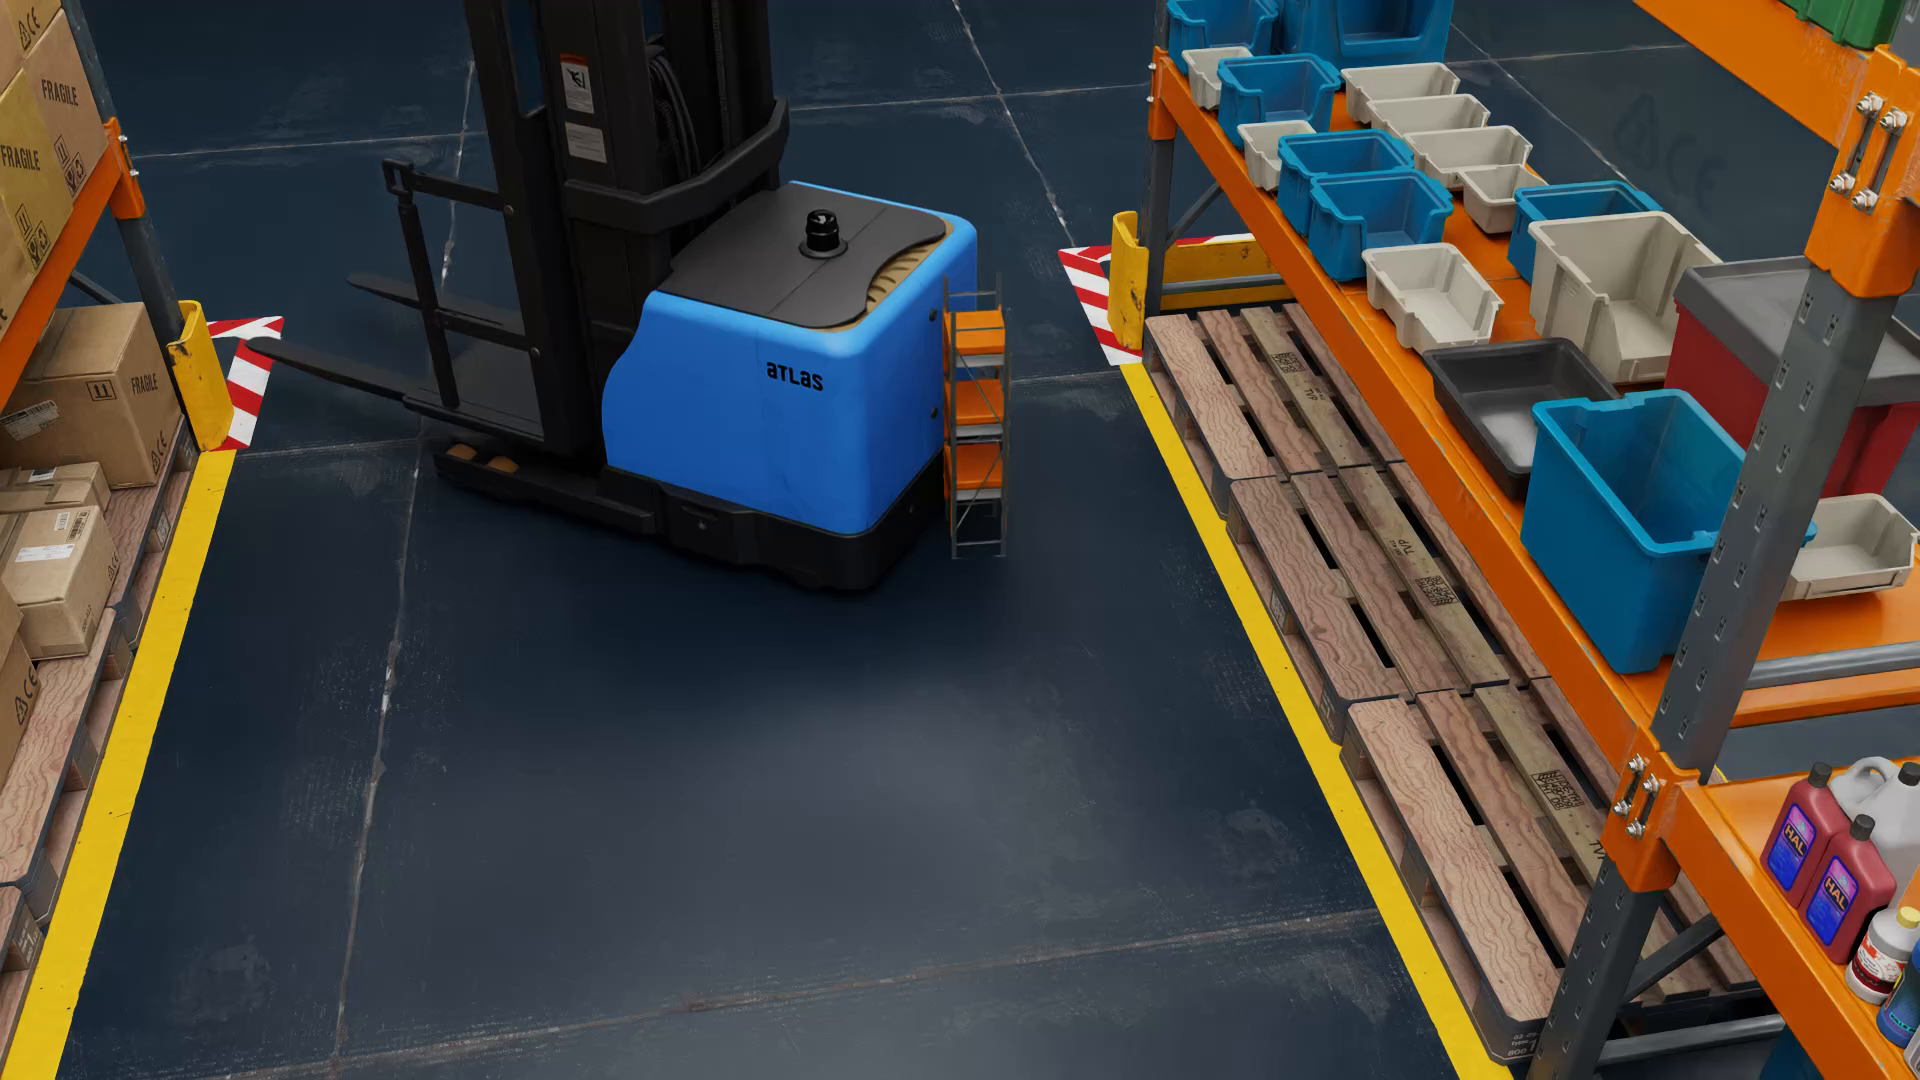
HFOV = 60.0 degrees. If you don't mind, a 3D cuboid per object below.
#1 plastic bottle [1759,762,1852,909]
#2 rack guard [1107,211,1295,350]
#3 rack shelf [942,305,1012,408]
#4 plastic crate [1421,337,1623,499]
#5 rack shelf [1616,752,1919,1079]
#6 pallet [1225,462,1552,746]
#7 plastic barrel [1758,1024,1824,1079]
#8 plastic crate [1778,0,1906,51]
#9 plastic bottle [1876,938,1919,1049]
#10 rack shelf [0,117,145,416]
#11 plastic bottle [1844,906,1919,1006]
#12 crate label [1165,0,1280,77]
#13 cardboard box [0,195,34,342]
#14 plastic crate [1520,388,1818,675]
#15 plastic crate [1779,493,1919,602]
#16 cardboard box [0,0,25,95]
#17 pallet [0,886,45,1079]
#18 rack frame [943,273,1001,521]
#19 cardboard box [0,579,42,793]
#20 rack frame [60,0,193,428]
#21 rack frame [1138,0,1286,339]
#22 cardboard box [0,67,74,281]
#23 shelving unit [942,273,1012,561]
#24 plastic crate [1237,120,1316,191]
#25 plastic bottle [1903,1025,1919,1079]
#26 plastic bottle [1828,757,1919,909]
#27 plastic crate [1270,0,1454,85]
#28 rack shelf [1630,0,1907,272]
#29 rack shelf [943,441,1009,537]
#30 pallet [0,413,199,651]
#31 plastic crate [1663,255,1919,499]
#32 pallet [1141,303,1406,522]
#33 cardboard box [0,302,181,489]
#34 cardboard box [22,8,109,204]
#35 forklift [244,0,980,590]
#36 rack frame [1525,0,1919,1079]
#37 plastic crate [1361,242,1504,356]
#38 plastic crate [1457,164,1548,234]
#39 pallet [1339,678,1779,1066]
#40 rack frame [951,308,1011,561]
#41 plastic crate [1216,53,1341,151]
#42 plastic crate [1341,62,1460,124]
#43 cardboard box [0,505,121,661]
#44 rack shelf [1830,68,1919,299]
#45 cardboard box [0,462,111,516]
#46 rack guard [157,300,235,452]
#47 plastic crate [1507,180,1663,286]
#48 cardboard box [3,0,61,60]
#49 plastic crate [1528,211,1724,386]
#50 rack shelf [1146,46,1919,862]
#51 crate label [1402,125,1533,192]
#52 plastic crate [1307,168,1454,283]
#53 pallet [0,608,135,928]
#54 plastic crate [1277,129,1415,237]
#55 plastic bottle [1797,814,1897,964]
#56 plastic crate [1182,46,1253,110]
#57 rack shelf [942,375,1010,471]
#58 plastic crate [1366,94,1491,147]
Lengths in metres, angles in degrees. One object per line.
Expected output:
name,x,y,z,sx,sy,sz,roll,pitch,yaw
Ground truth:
plastic bottle,1.625,0.562,3.177,0.061,0.283,0.133,-6,38,-8
rack guard,1.262,-1.193,7.379,1.175,0.500,0.348,-6,38,-8
rack shelf,0.056,-0.638,5.770,0.215,0.259,0.240,-4,38,-5
plastic crate,1.520,-0.314,4.384,0.437,0.125,0.590,-6,38,-8
rack shelf,2.331,1.741,2.151,1.077,0.370,4.000,-6,38,-8
pallet,1.596,0.171,5.857,1.003,0.211,1.213,-6,38,-8
plastic barrel,2.059,1.242,3.575,0.600,0.901,0.708,-6,38,-8
plastic crate,1.609,-1.076,2.917,0.450,0.188,0.662,-6,38,-8
plastic bottle,1.703,0.774,2.914,0.097,0.271,0.097,0,38,0
rack shelf,-3.247,-0.145,4.578,1.077,0.370,4.000,-6,38,-8
plastic bottle,1.686,0.743,3.011,0.097,0.201,0.097,0,38,0
crate label,0.998,-1.940,6.390,0.416,0.233,0.303,-6,38,-8
cardboard box,-3.075,-0.820,4.779,0.500,0.500,0.500,-6,38,-8
plastic crate,1.563,-0.014,3.787,0.392,0.384,0.575,-6,38,-8
plastic crate,2.040,0.033,3.929,0.396,0.136,0.243,-6,38,-8
cardboard box,-3.160,-1.527,4.874,0.500,0.500,0.500,-5,38,-7
pallet,-3.016,1.465,4.192,1.003,0.211,1.213,-6,38,-8
rack frame,0.042,-0.496,6.033,0.200,1.050,0.008,-4,38,-5
cardboard box,-3.231,0.457,4.893,0.797,0.503,0.637,-6,38,-8
rack frame,-3.598,-1.637,5.912,1.000,3.000,0.127,-6,38,-8
rack frame,1.279,-2.167,6.595,1.000,3.000,0.127,-6,38,-8
cardboard box,-3.157,-1.122,5.168,0.500,0.500,0.500,-6,38,-8
shelving unit,0.056,-0.422,5.937,0.215,1.050,0.252,-4,38,-5
plastic crate,1.092,-1.290,5.632,0.250,0.136,0.298,-6,38,-8
plastic bottle,1.751,0.839,2.826,0.152,0.276,0.135,-6,38,-8
plastic bottle,1.730,0.540,3.150,0.144,0.351,0.185,-6,38,-8
plastic crate,1.522,-2.023,6.331,0.616,0.435,0.499,-6,38,-8
rack shelf,1.630,-1.860,4.340,1.077,0.370,4.000,-6,38,-8
rack shelf,0.056,-0.194,6.114,0.215,0.259,0.240,-4,38,-5
pallet,-3.444,-0.008,6.089,1.003,0.211,1.213,-6,38,-8
plastic crate,2.071,-0.367,4.176,0.402,0.464,0.583,-6,38,-8
pallet,1.386,-0.564,6.804,1.003,0.211,1.213,-6,38,-8
cardboard box,-3.260,-0.522,6.155,0.500,0.500,0.500,-6,38,-8
cardboard box,-3.252,-1.435,5.571,0.500,0.500,0.500,-5,38,-7
forklift,-1.481,-1.588,5.905,3.031,2.935,1.130,16,41,20
rack frame,1.980,0.249,3.485,1.000,3.000,0.127,-6,38,-8
plastic crate,1.379,-0.690,4.860,0.293,0.136,0.466,-6,38,-8
plastic crate,1.780,-1.095,5.380,0.298,0.136,0.250,-6,38,-8
pallet,1.813,0.910,4.907,1.003,0.211,1.213,-6,38,-8
rack frame,0.069,-0.348,5.842,0.200,1.050,0.008,-4,38,-5
plastic crate,1.114,-1.543,5.878,0.416,0.233,0.300,-6,38,-8
plastic crate,1.600,-1.614,6.048,0.396,0.136,0.243,-6,38,-8
cardboard box,-3.123,0.154,5.489,0.500,0.250,0.500,-6,38,-8
rack shelf,2.331,0.556,1.231,1.077,0.370,4.000,-6,38,-8
cardboard box,-3.278,-0.136,5.930,0.380,0.166,0.250,-6,38,-8
rack guard,-3.585,-0.604,6.620,1.175,0.500,0.348,-6,38,-8
plastic crate,1.892,-0.912,5.067,0.416,0.233,0.300,-6,38,-8
cardboard box,-3.249,-1.832,5.267,0.500,0.500,0.500,-7,38,-8
plastic crate,1.894,-0.670,4.716,0.437,0.282,0.530,-6,38,-8
rack shelf,1.630,-0.675,5.261,1.077,0.370,4.000,-6,38,-8
crate label,1.710,-1.272,5.608,0.396,0.136,0.243,-6,38,-8
plastic crate,1.282,-0.964,5.133,0.416,0.233,0.300,-6,38,-8
pallet,-3.234,0.727,5.142,1.003,0.211,1.213,-6,38,-8
plastic crate,1.229,-1.145,5.367,0.416,0.233,0.300,-6,38,-8
plastic bottle,1.648,0.643,3.073,0.061,0.283,0.133,-6,38,-8
plastic crate,0.973,-1.700,6.159,0.250,0.136,0.298,-6,38,-8
rack shelf,0.056,-0.414,5.944,0.215,0.259,0.240,-4,38,-5
plastic crate,1.637,-1.437,5.821,0.396,0.136,0.243,-6,38,-8
